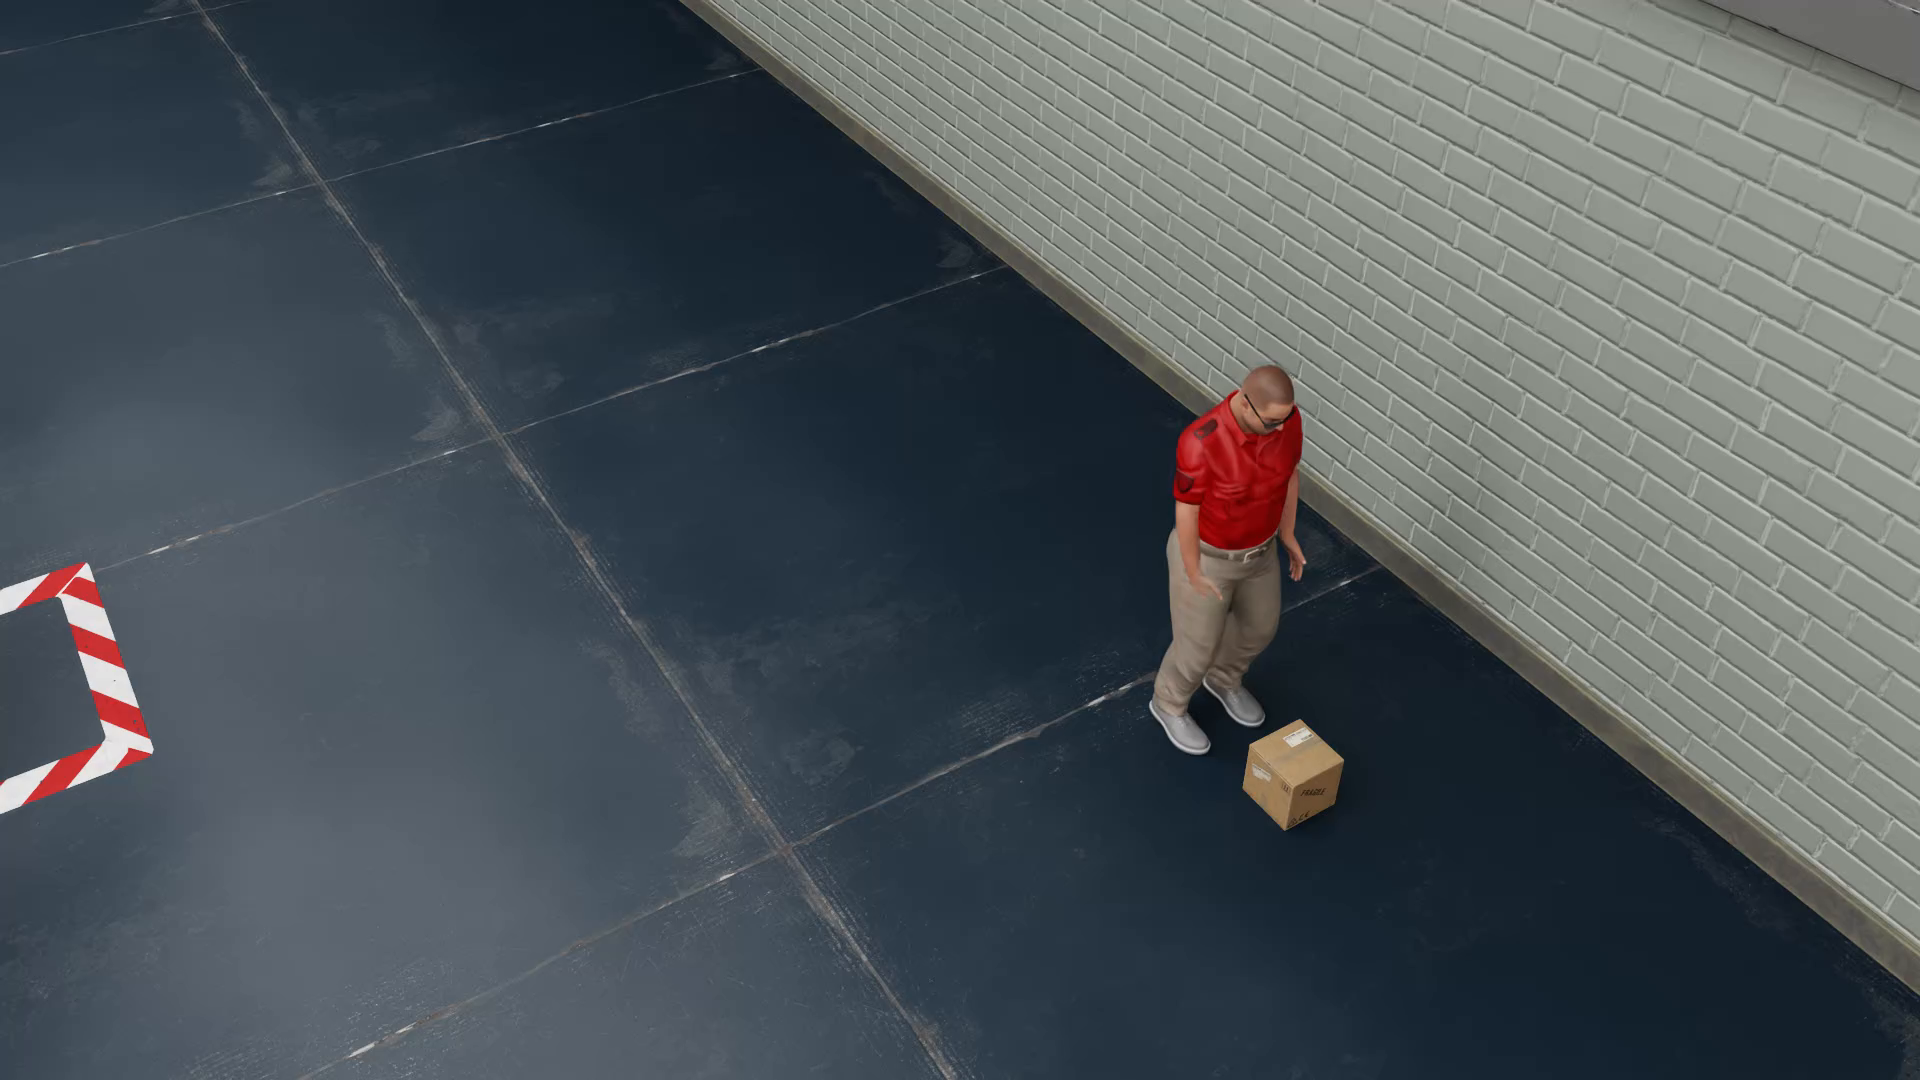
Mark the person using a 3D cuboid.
[{"bbox_3d":[1.005,0.046,6.143,0.544,1.704,0.376,-21,45,-23],"label":"person"}]
